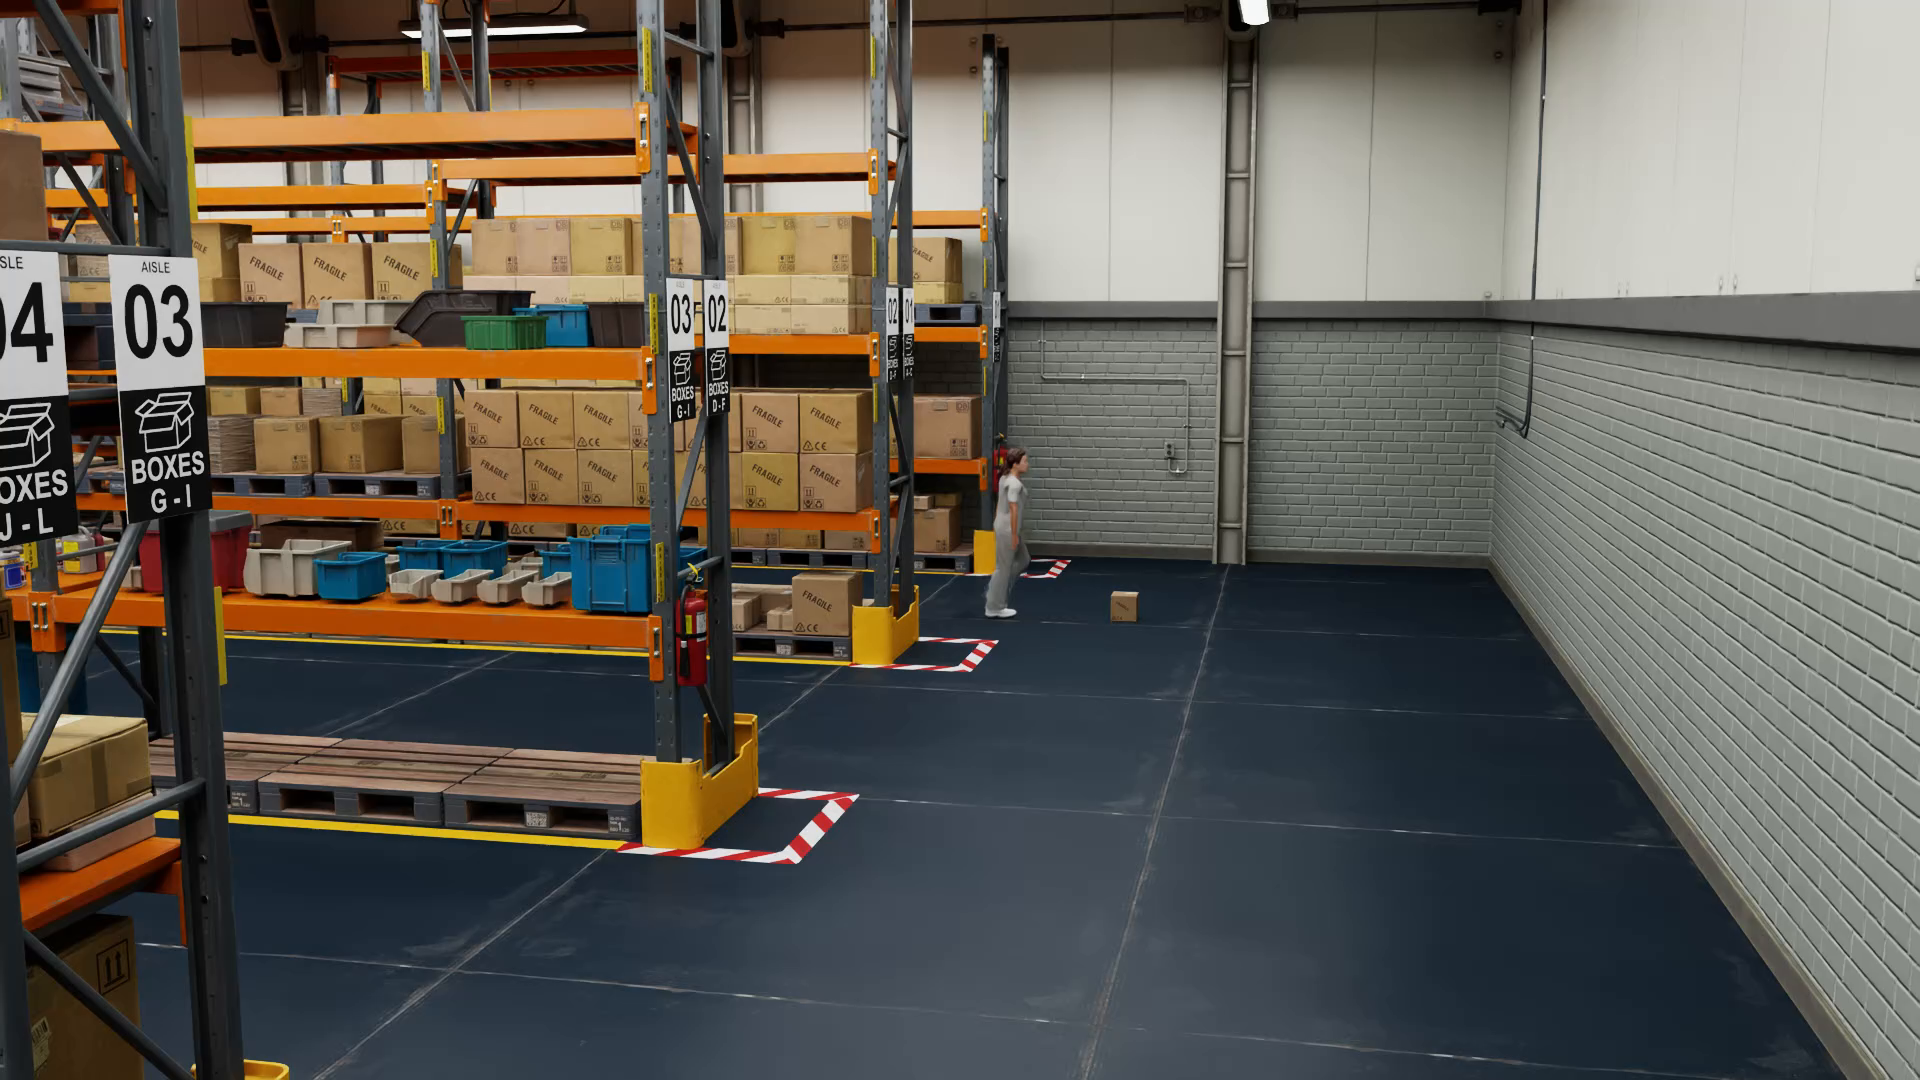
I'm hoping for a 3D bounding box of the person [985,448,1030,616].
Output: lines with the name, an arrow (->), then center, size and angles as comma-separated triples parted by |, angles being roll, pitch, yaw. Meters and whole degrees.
person -> 0.478, -0.073, 16.248 | 0.470, 1.657, 0.483 | -1, 8, -7
